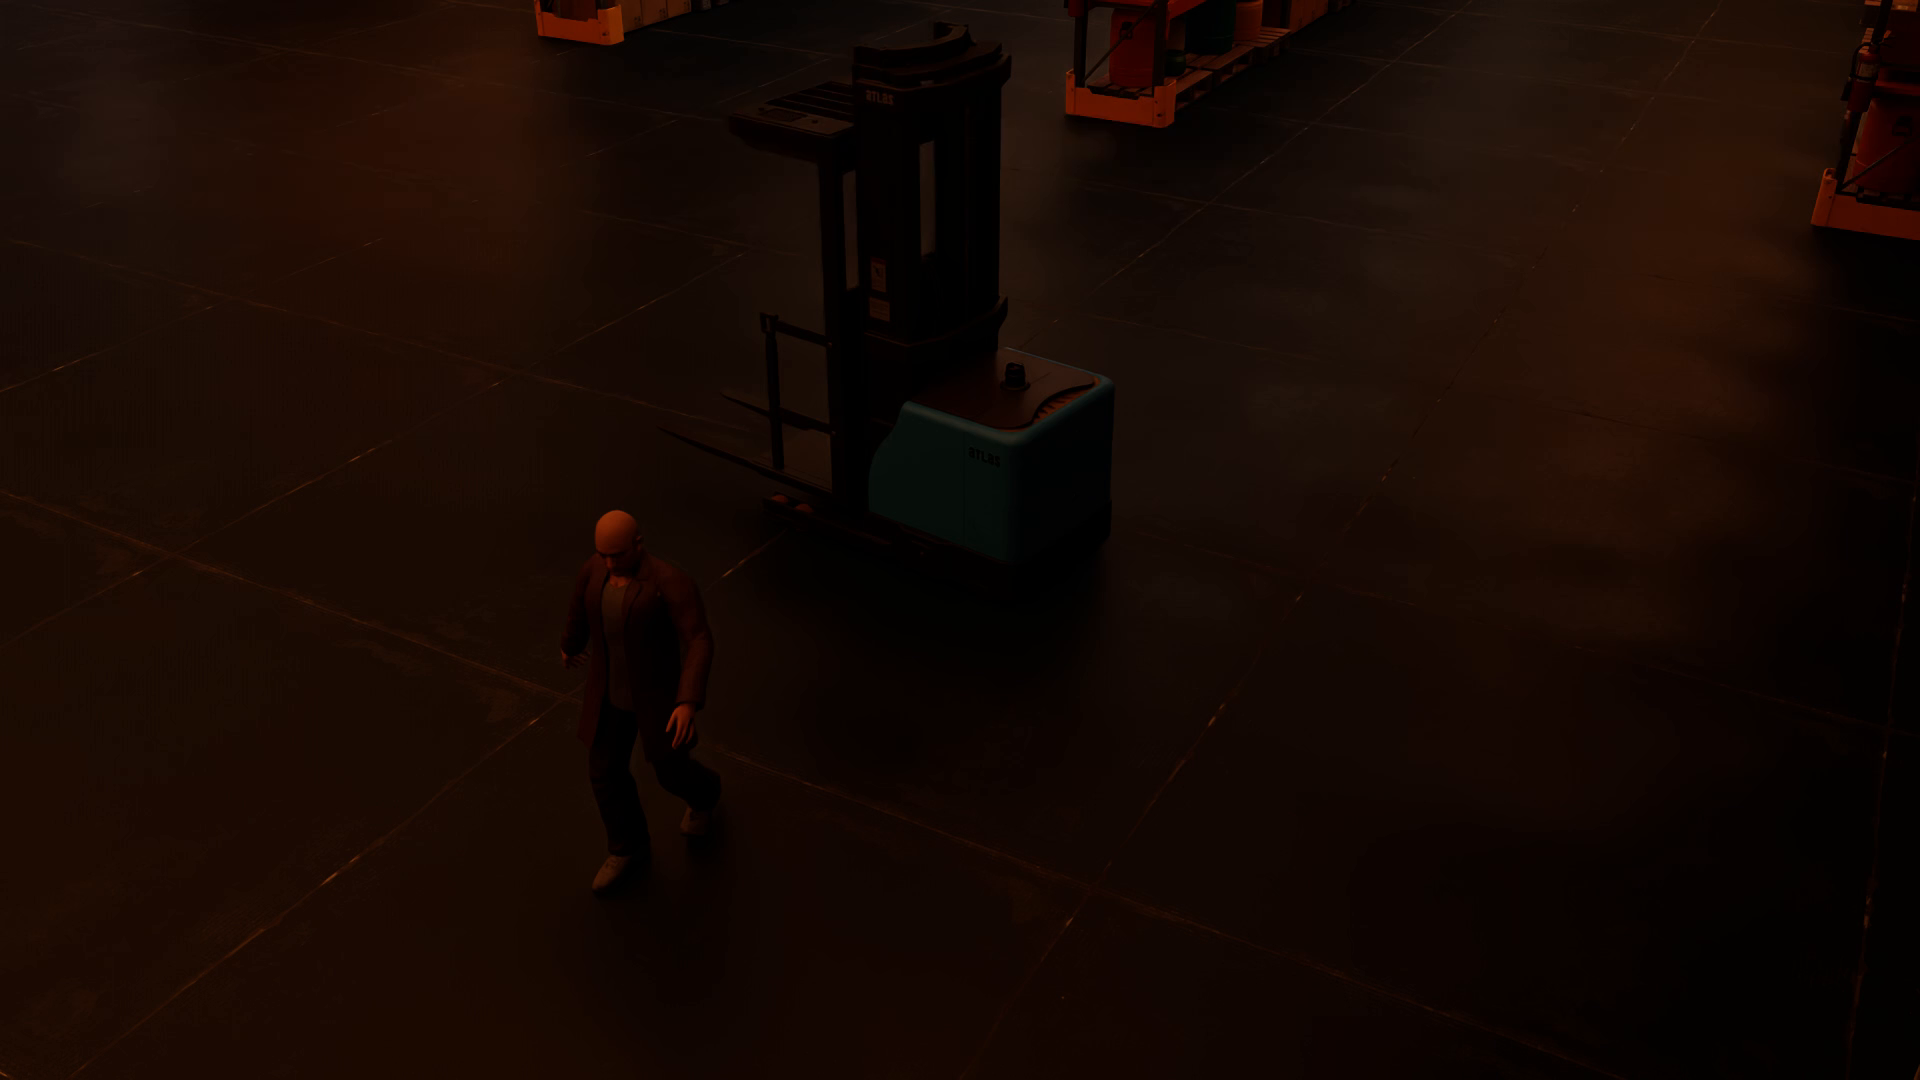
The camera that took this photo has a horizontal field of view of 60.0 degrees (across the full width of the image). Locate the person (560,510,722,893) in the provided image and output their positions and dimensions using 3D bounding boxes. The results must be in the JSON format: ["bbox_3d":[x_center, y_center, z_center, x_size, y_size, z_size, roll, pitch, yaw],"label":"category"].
[{"bbox_3d":[-1.387,0.649,7.129,0.948,1.761,0.781,11,32,19],"label":"person"}]

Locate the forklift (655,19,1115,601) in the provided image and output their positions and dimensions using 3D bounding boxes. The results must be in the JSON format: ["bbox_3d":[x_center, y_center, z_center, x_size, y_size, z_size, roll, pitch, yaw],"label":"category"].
[{"bbox_3d":[-0.585,-1.510,9.686,3.031,2.935,1.130,21,36,31],"label":"forklift"}]
